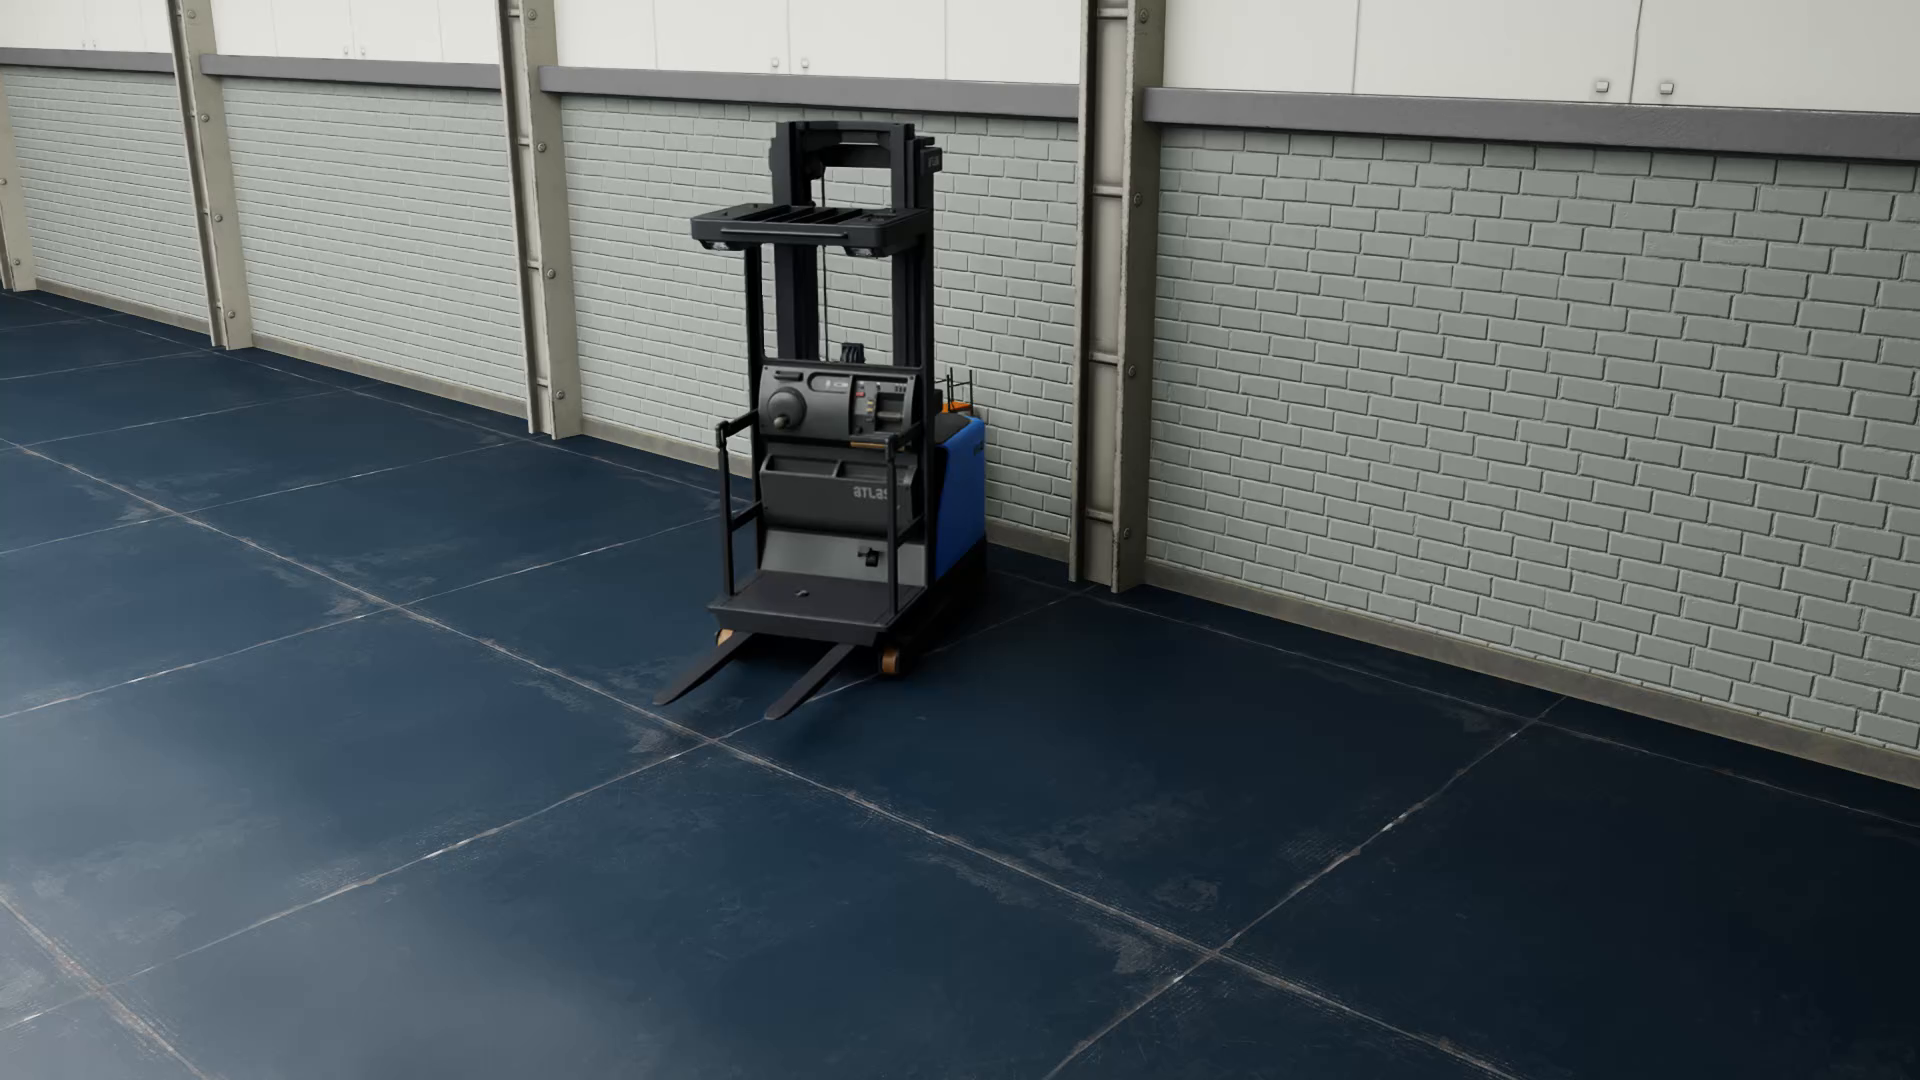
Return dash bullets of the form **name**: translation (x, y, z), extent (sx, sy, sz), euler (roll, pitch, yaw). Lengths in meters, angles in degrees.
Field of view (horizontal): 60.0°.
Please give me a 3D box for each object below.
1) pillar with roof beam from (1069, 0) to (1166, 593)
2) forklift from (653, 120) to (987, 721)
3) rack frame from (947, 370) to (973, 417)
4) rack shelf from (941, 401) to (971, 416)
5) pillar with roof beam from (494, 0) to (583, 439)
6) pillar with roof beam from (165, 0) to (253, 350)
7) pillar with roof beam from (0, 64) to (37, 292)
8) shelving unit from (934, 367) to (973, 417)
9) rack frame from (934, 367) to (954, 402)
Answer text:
- **pillar with roof beam**: translation (-1.905, -3.051, 6.349), extent (0.400, 9.000, 9.100), euler (15, 23, 39)
- **forklift**: translation (-0.759, -0.774, 9.205), extent (1.130, 2.935, 3.031), euler (5, 18, 17)
- **rack frame**: translation (0.015, -0.550, 11.336), extent (0.006, 1.200, 0.240), euler (13, 22, 43)
- **rack shelf**: translation (-0.061, -0.869, 11.312), extent (0.180, 0.103, 0.258), euler (13, 22, 43)
- **pillar with roof beam**: translation (-6.392, -4.256, 10.145), extent (0.400, 9.000, 9.100), euler (15, 23, 39)
- **pillar with roof beam**: translation (-10.880, -5.460, 13.941), extent (0.400, 9.000, 9.100), euler (15, 23, 39)
- **pillar with roof beam**: translation (-15.368, -6.665, 17.737), extent (0.400, 9.000, 9.100), euler (15, 23, 39)
- **shelving unit**: translation (-0.051, -0.566, 11.398), extent (0.189, 1.200, 0.258), euler (13, 22, 43)
- **rack frame**: translation (-0.117, -0.581, 11.460), extent (0.006, 1.200, 0.240), euler (13, 22, 43)
